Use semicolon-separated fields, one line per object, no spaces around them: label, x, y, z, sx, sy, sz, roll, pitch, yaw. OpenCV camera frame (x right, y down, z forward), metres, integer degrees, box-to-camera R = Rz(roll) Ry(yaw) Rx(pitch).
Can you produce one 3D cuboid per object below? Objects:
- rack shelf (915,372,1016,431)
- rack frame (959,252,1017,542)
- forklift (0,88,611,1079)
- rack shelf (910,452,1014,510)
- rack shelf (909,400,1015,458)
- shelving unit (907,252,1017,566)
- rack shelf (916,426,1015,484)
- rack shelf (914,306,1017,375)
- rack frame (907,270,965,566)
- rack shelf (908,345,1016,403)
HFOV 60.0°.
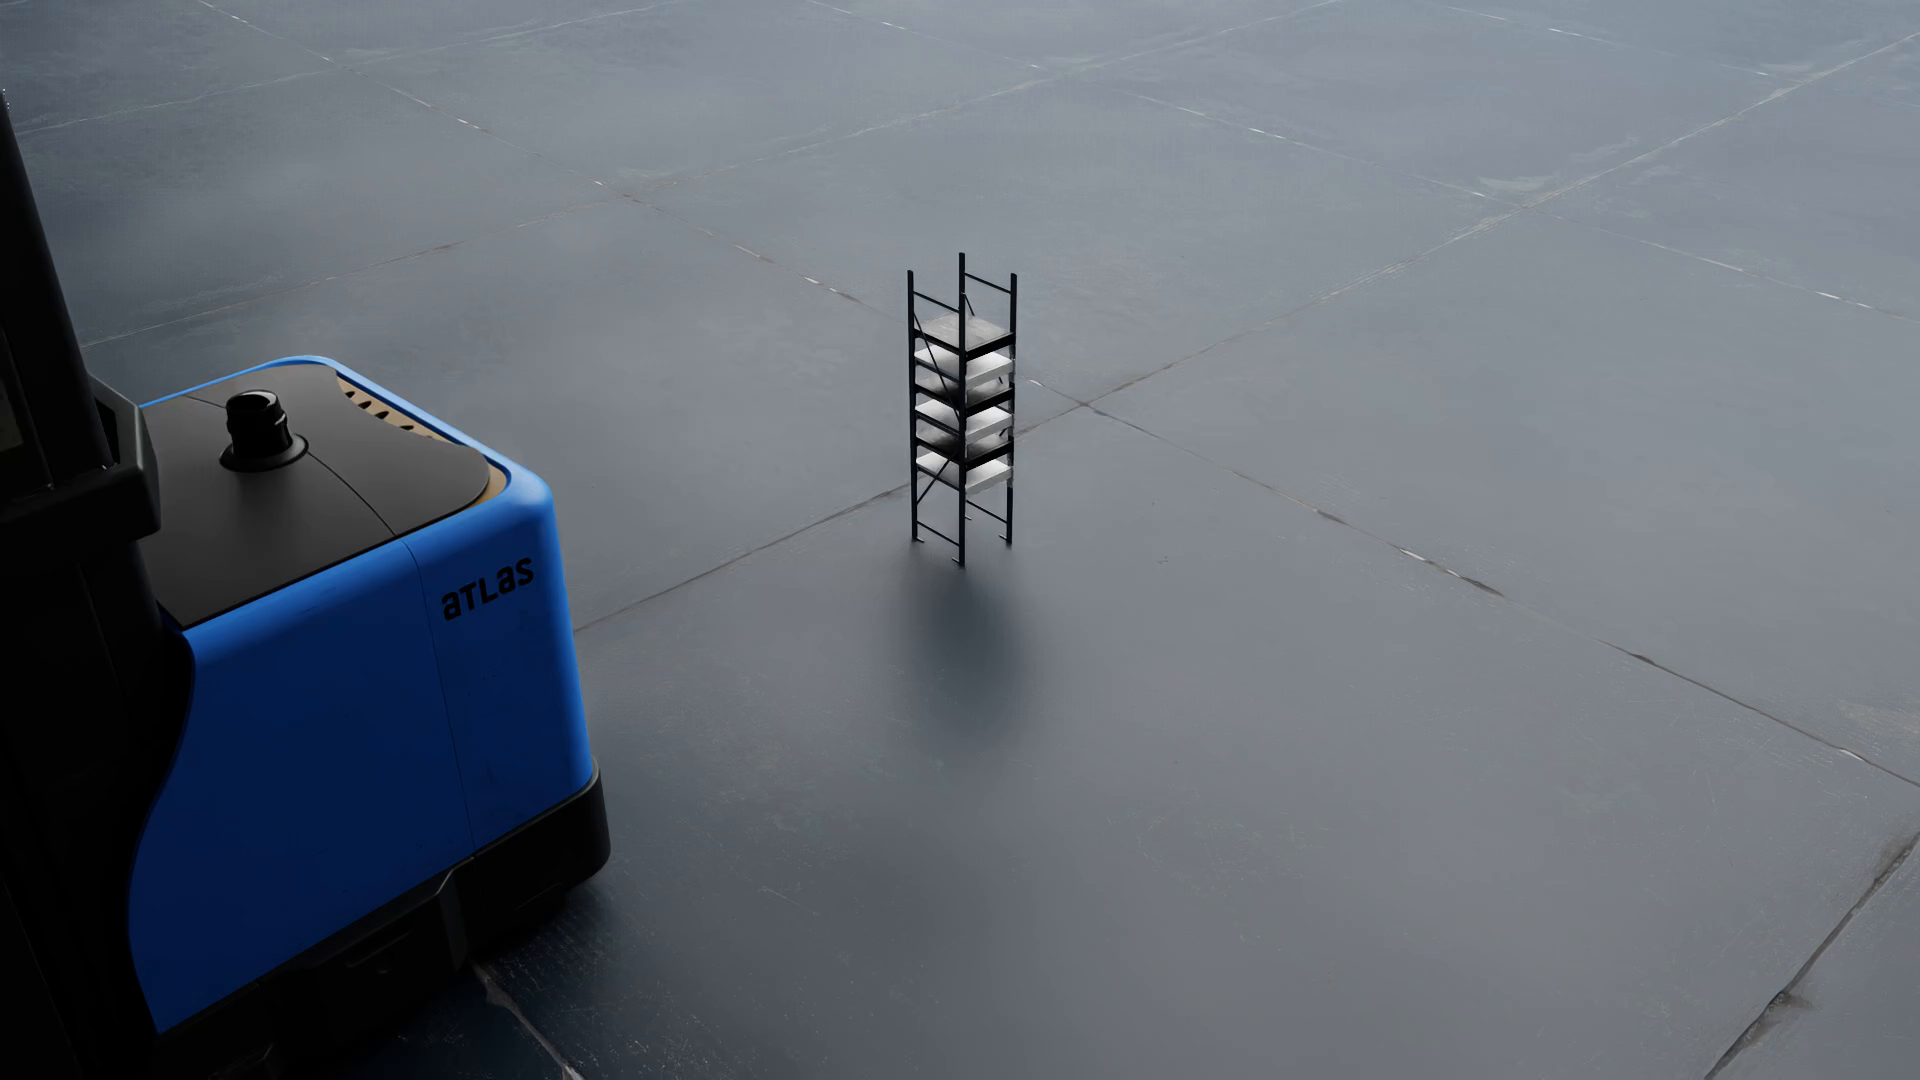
rack shelf;0.006;-0.435;4.990;0.200;0.077;0.258;-26;40;-35
rack frame;0.081;-0.423;5.079;0.006;0.900;0.240;-26;40;-35
forklift;-2.191;-0.060;2.538;1.130;2.935;3.031;26;40;35
rack shelf;0.006;-0.205;5.131;0.200;0.077;0.258;-26;40;-35
rack shelf;0.006;-0.358;5.037;0.200;0.077;0.258;-26;40;-35
shelving unit;0.006;-0.387;5.020;0.210;0.900;0.258;-26;40;-35
rack shelf;0.006;-0.282;5.084;0.200;0.077;0.258;-26;40;-35
rack shelf;0.006;-0.589;4.896;0.200;0.077;0.258;-26;40;-35
rack frame;-0.069;-0.351;4.961;0.006;0.900;0.240;-26;40;-35
rack shelf;0.006;-0.512;4.943;0.200;0.077;0.258;-26;40;-35
